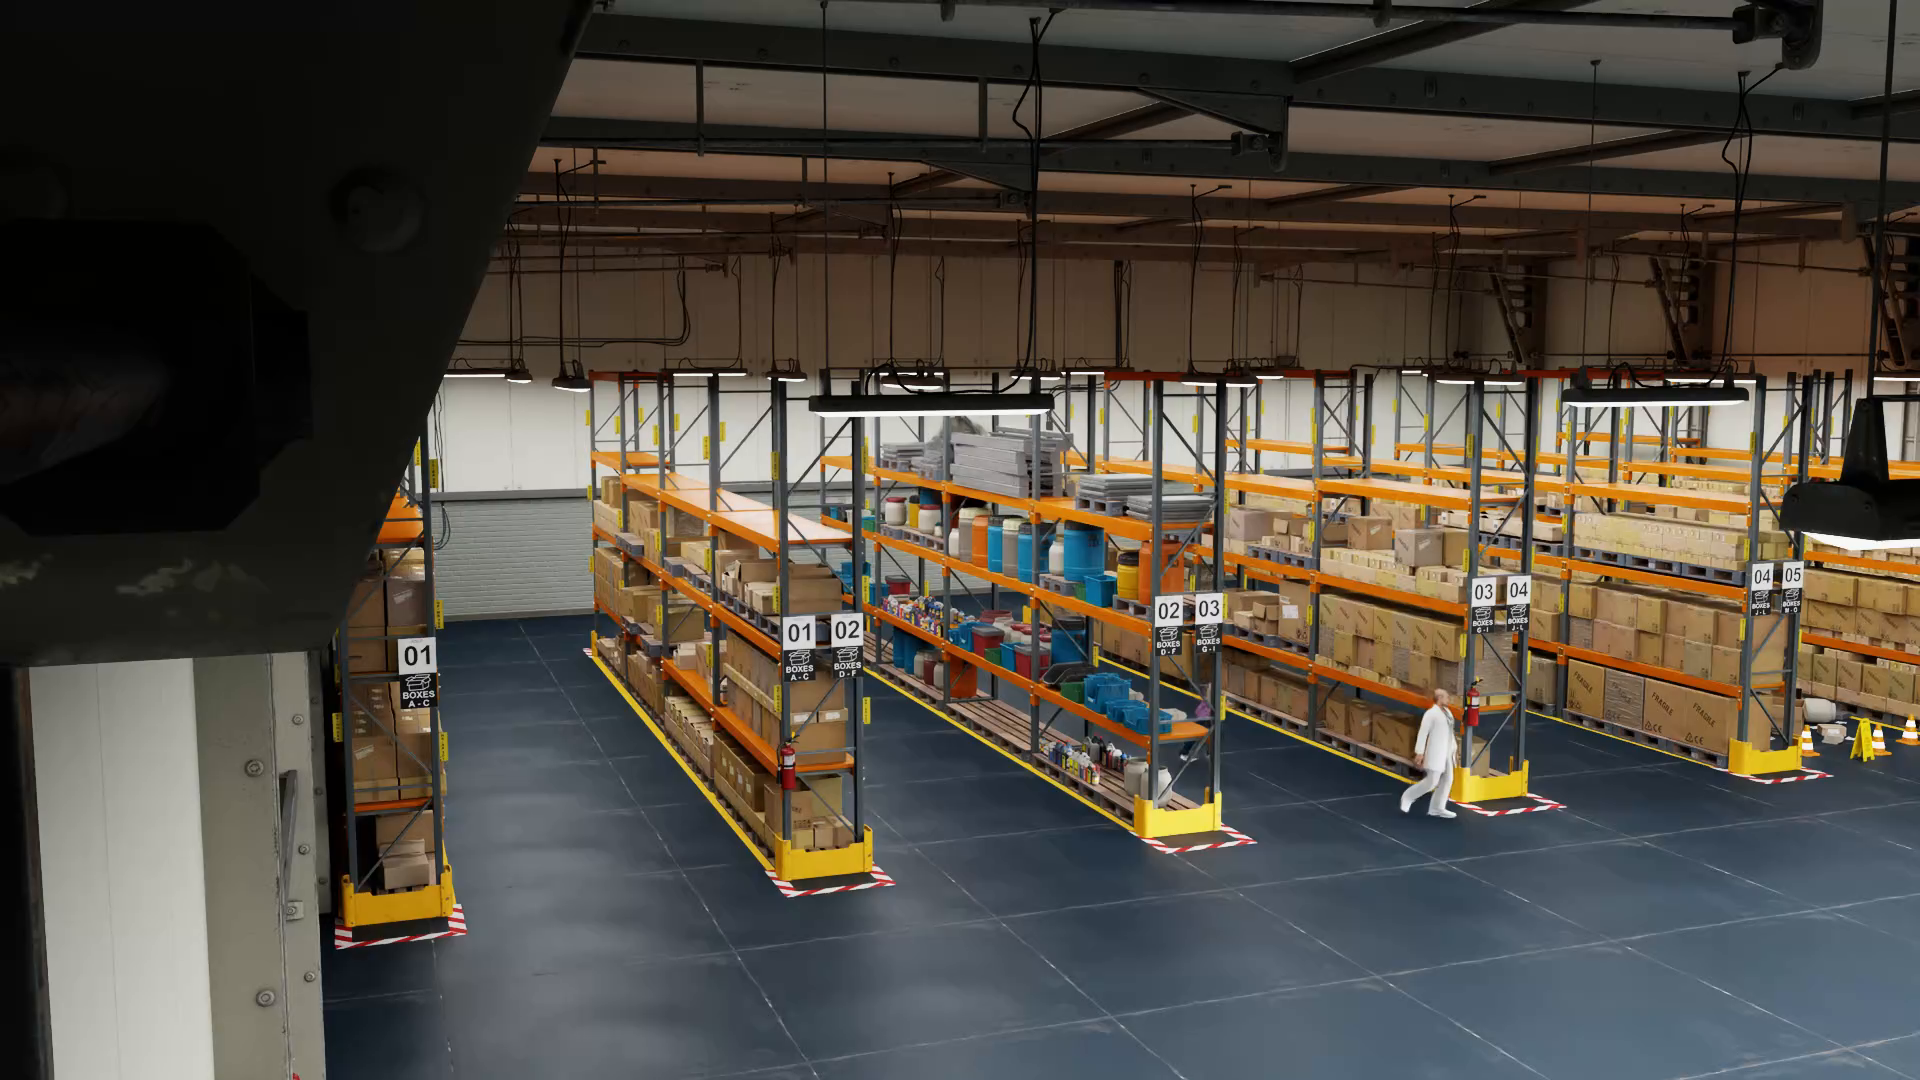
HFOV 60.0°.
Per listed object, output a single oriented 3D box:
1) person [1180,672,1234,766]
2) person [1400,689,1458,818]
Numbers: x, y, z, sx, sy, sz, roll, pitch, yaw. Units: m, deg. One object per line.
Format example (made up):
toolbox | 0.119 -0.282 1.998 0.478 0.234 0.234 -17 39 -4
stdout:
person | 3.808 2.719 25.566 0.897 1.542 0.539 5 8 36
person | 6.429 2.913 22.756 0.772 1.763 0.665 -6 9 -44
